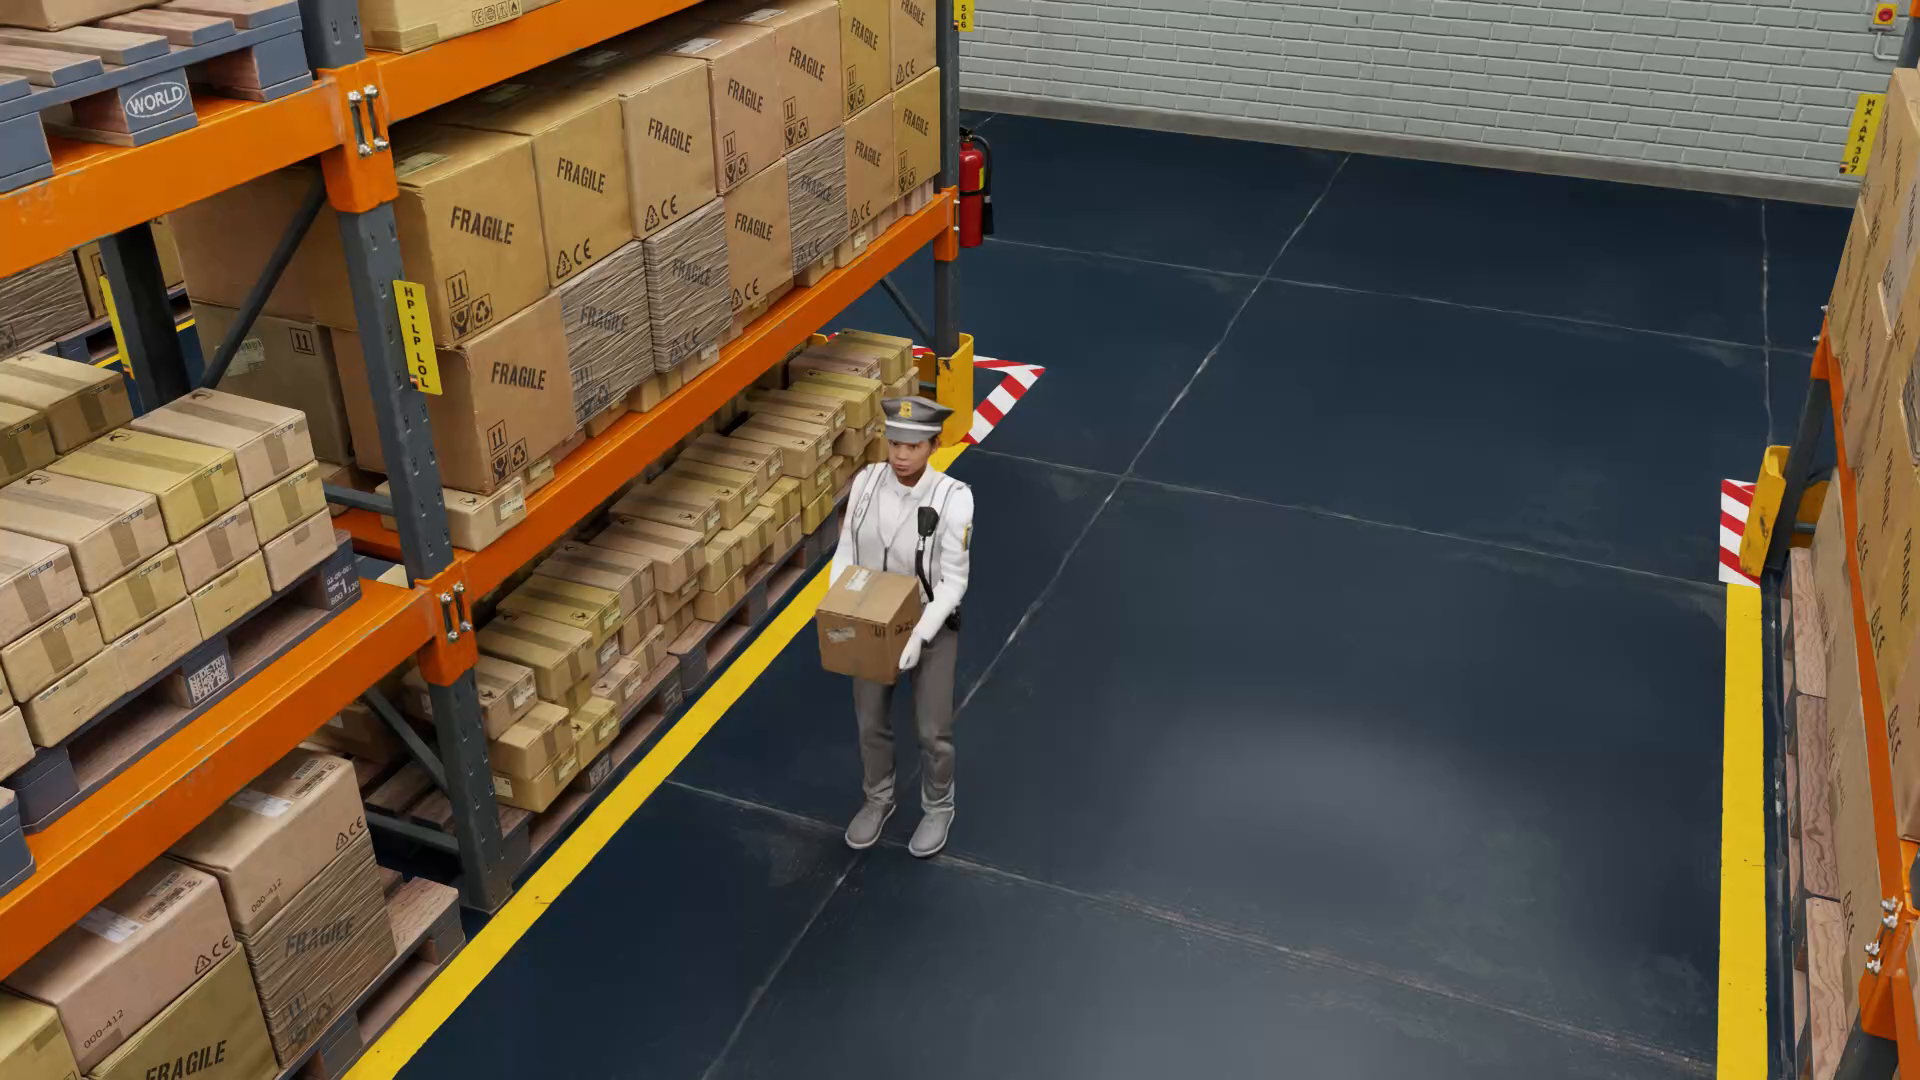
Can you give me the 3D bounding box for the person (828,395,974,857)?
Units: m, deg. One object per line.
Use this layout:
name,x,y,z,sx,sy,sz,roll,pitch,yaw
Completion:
person,-0.208,0.318,5.543,0.469,1.690,0.550,11,32,19
